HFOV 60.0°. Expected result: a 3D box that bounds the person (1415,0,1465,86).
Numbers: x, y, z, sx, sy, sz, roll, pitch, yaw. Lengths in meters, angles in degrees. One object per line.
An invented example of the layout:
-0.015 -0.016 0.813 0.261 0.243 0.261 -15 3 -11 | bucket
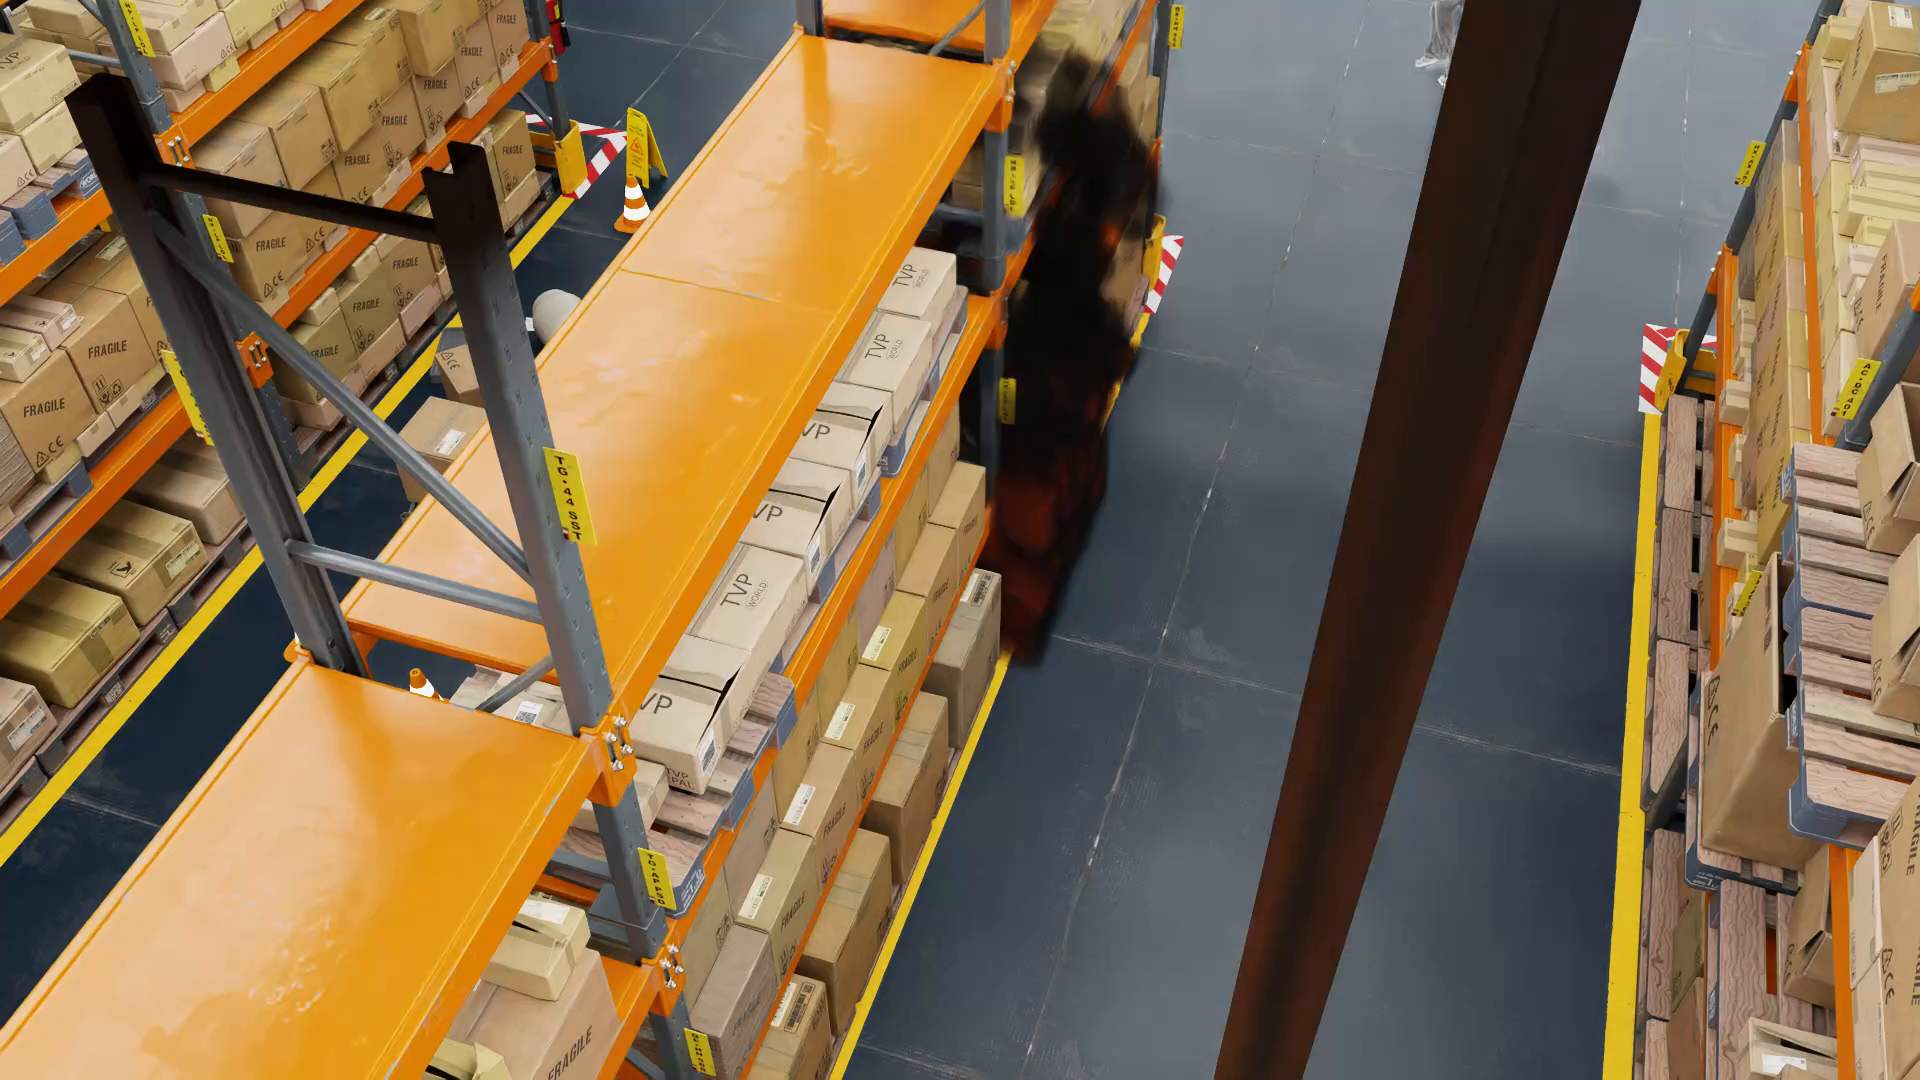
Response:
4.354 -4.781 14.691 0.510 1.627 0.728 -25 51 -23 | person
